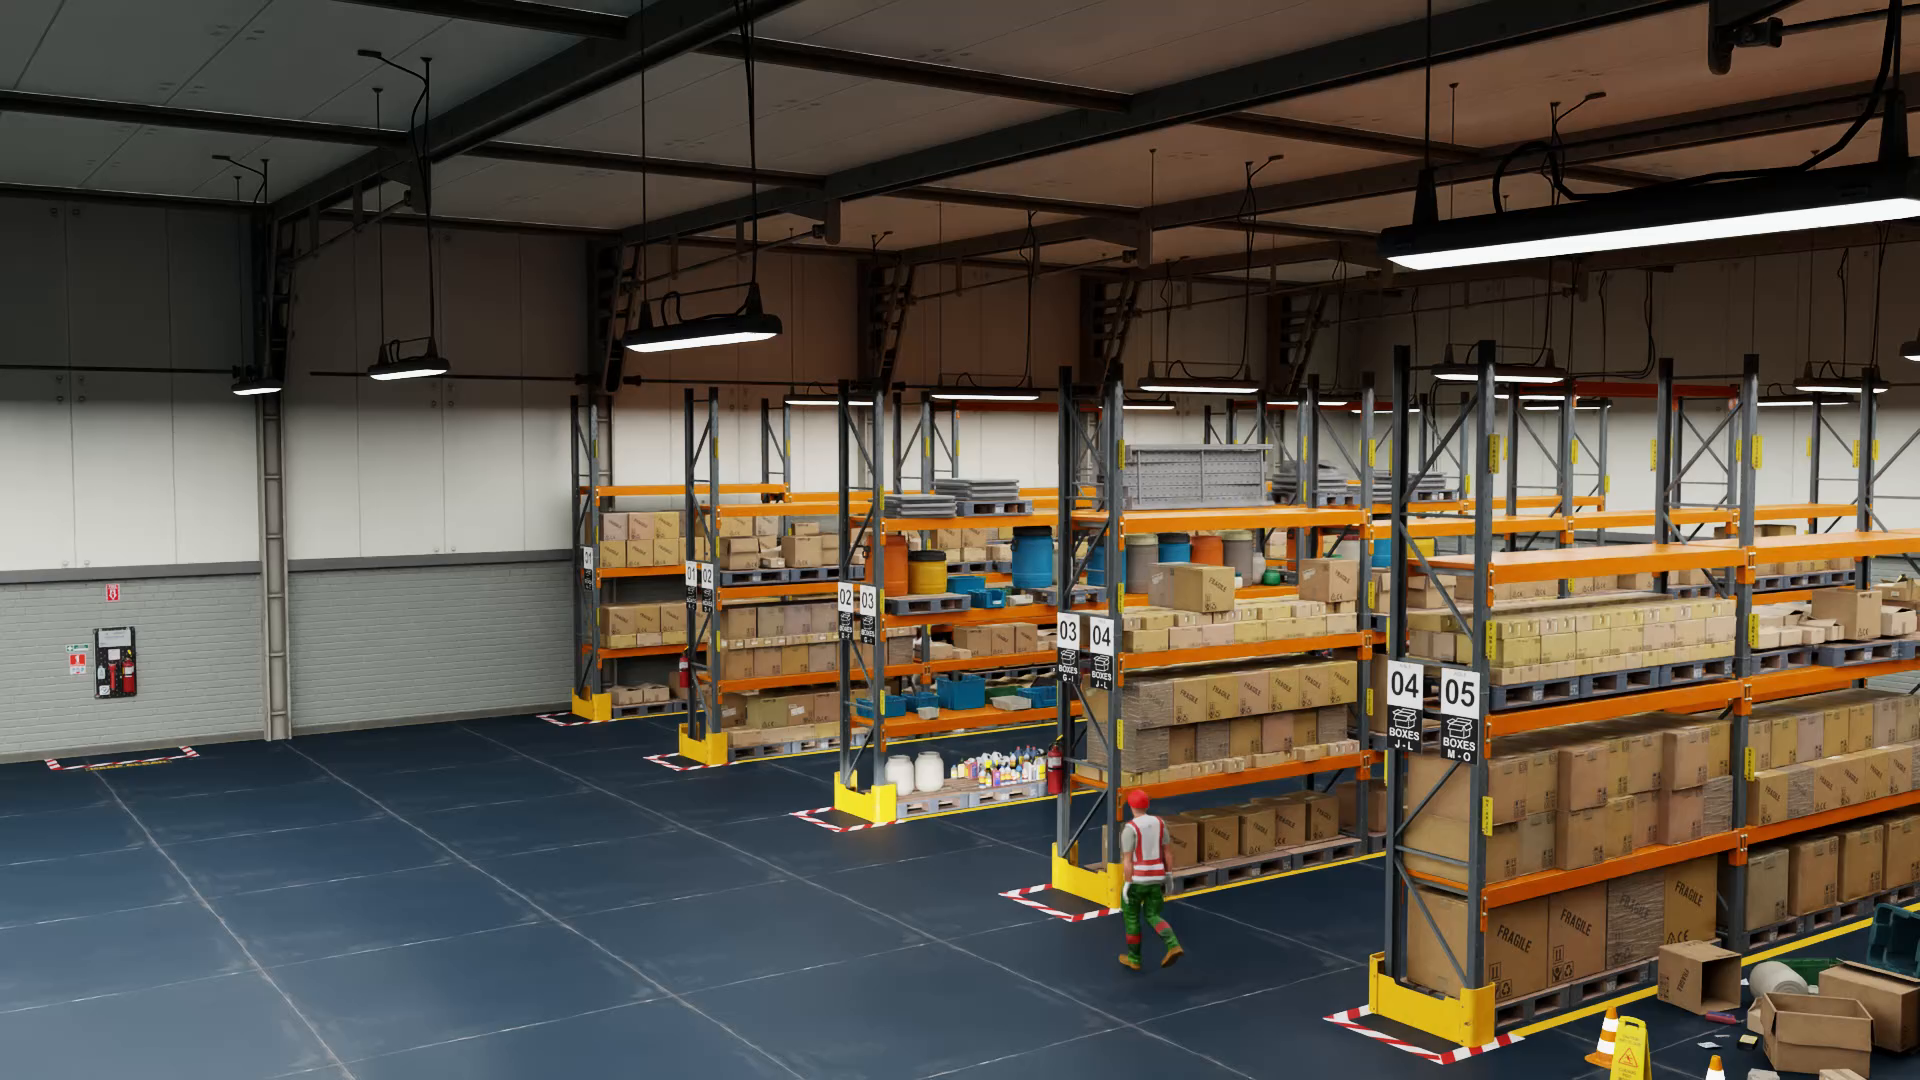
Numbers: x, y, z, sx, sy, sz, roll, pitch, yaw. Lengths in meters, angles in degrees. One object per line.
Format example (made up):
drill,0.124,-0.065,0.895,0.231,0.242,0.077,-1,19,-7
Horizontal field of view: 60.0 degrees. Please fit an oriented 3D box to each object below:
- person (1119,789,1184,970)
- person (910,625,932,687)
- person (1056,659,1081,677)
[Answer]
person,1.831,3.307,16.084,0.552,1.769,0.785,-2,4,-30
person,-0.826,2.393,31.315,0.882,1.737,0.593,-1,4,-16
person,2.121,2.268,33.218,1.023,1.721,0.635,-2,4,-33
